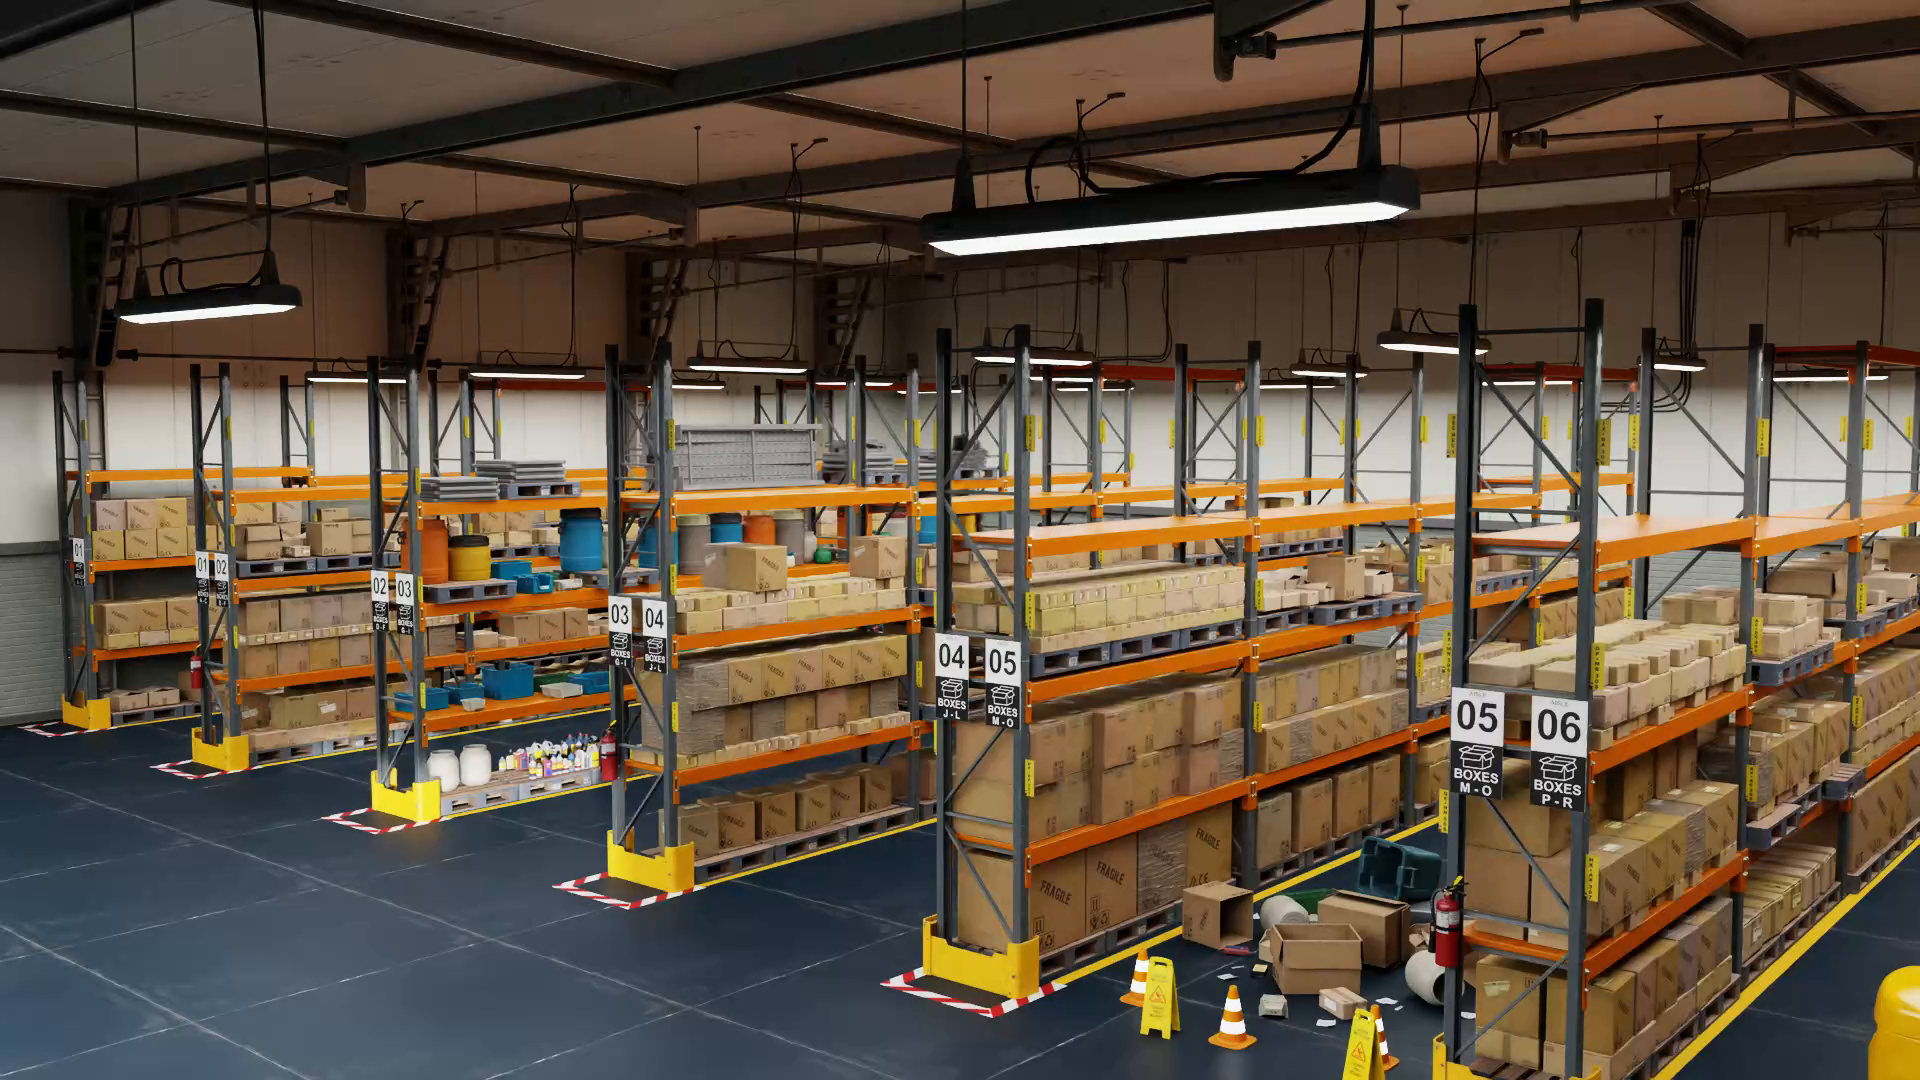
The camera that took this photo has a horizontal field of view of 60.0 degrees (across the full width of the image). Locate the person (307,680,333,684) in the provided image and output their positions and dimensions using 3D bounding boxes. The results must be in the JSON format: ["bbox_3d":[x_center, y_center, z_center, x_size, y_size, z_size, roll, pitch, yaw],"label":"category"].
[{"bbox_3d":[-11.224,2.221,29.177,0.684,1.718,0.789,-1,4,-18],"label":"person"}]

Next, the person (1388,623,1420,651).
[{"bbox_3d":[7.874,2.231,29.619,0.554,1.600,0.863,2,5,25],"label":"person"}]
